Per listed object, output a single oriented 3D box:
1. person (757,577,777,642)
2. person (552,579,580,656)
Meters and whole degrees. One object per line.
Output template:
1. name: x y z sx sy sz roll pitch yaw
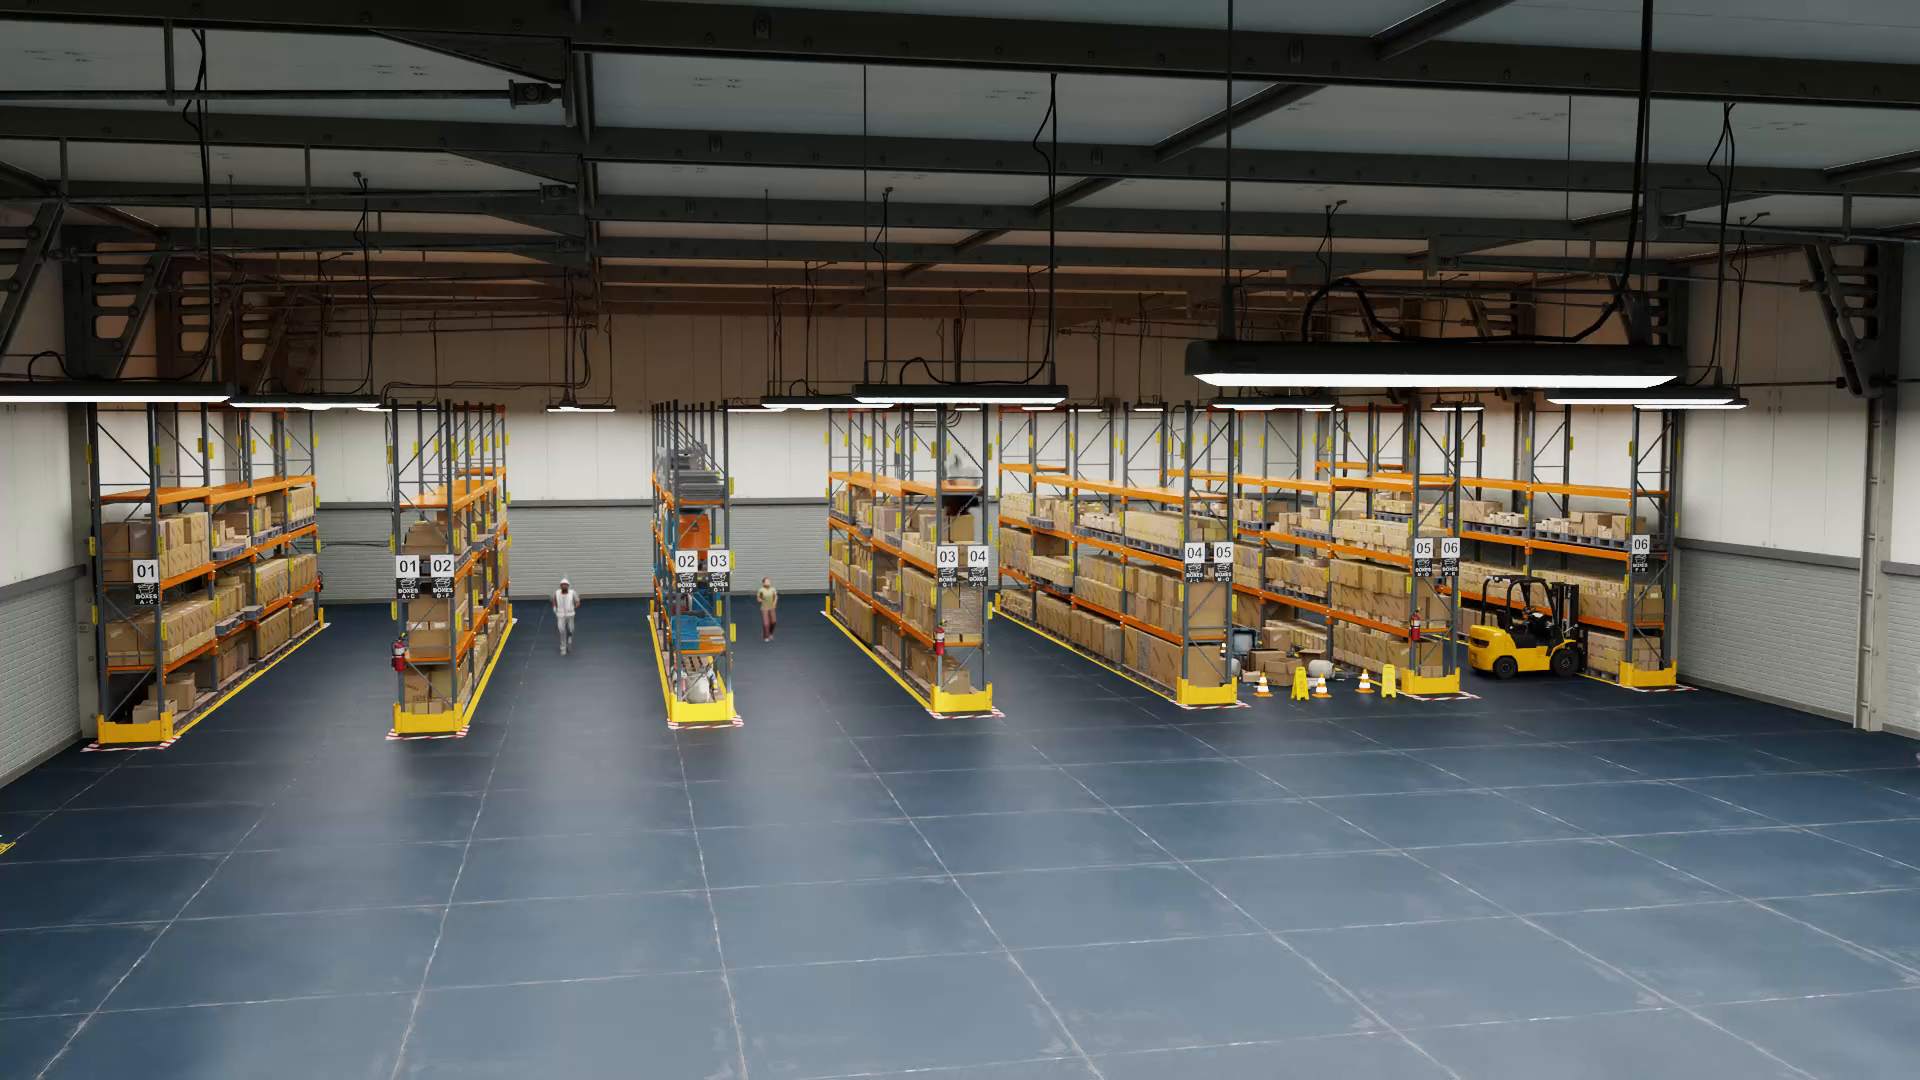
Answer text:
1. person: -4.811 1.751 41.712 0.559 1.628 0.584 -1 5 -17
2. person: -9.468 1.832 40.019 0.650 1.782 1.147 -1 4 -14
